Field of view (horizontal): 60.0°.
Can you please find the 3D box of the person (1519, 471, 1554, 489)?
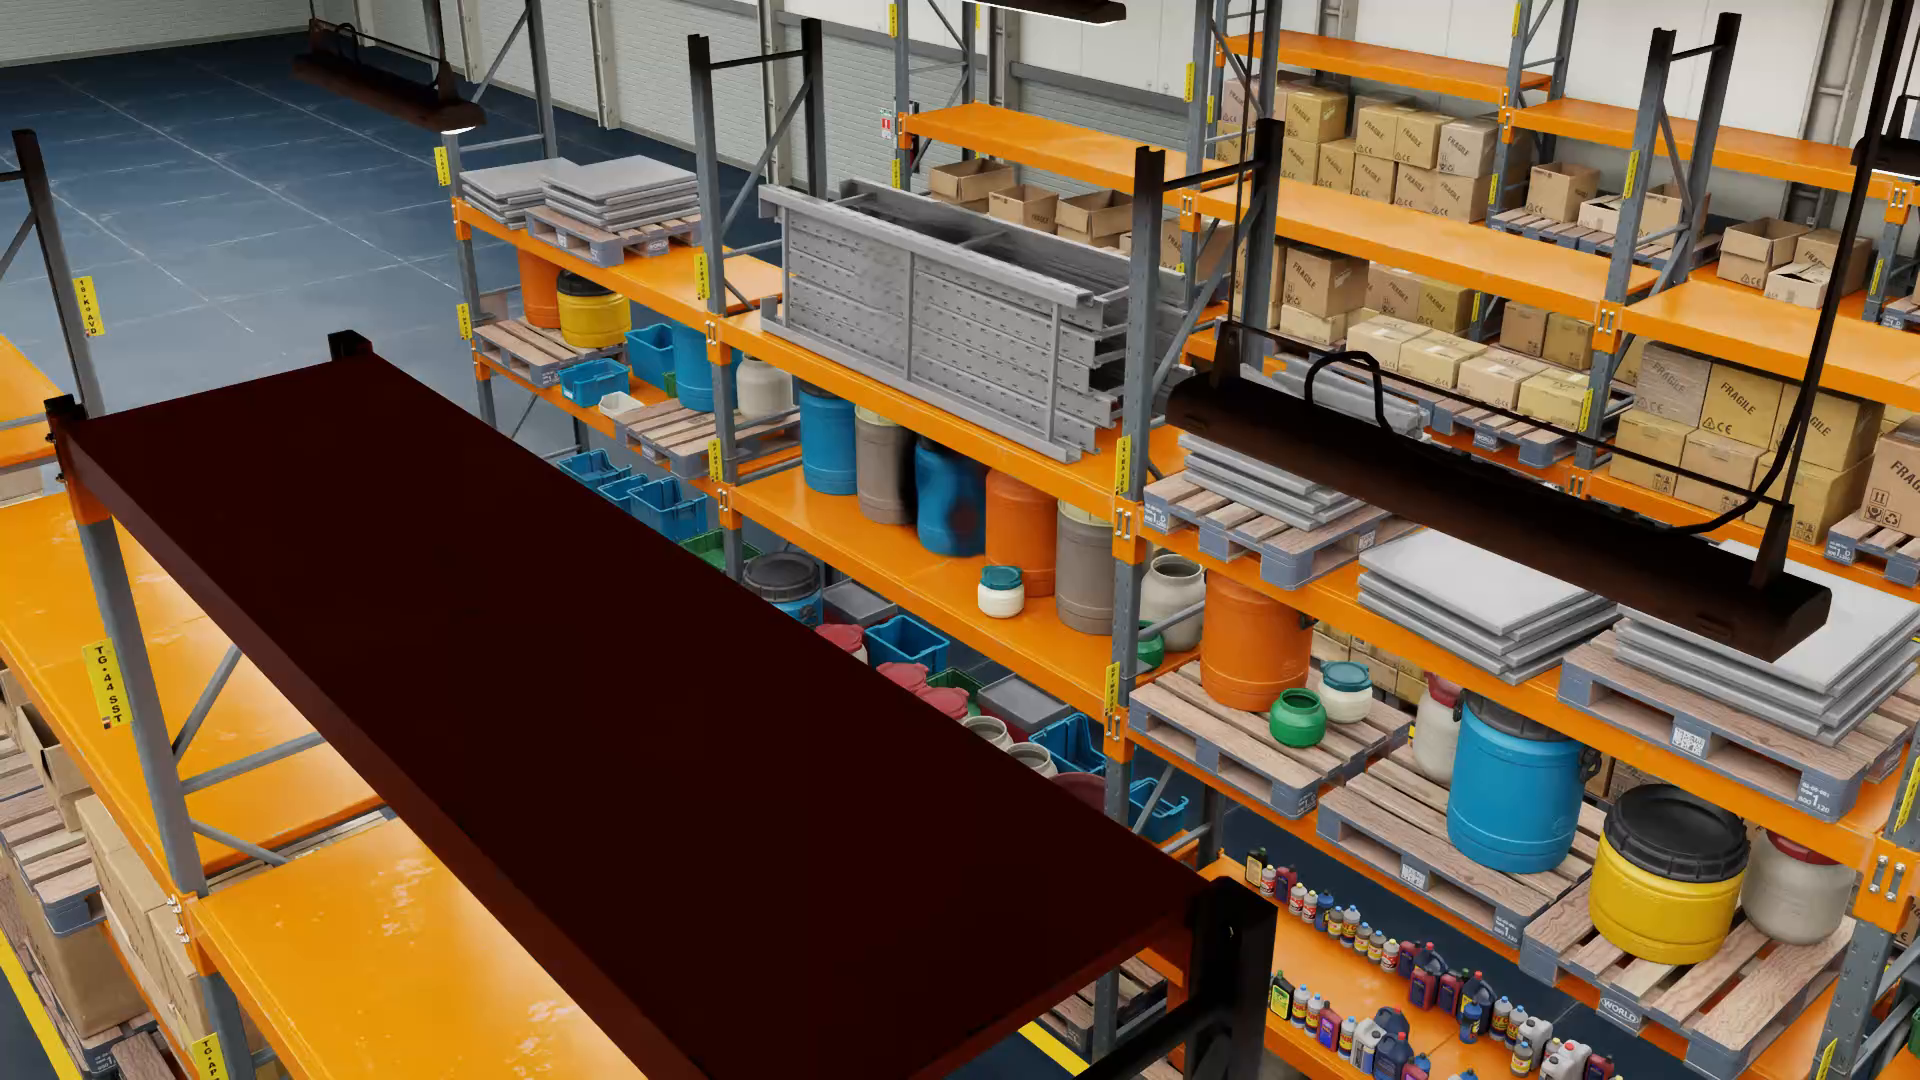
[{"bbox_3d":[5.405,0.067,15.599,0.775,1.681,0.674,17,32,30],"label":"person"}]
